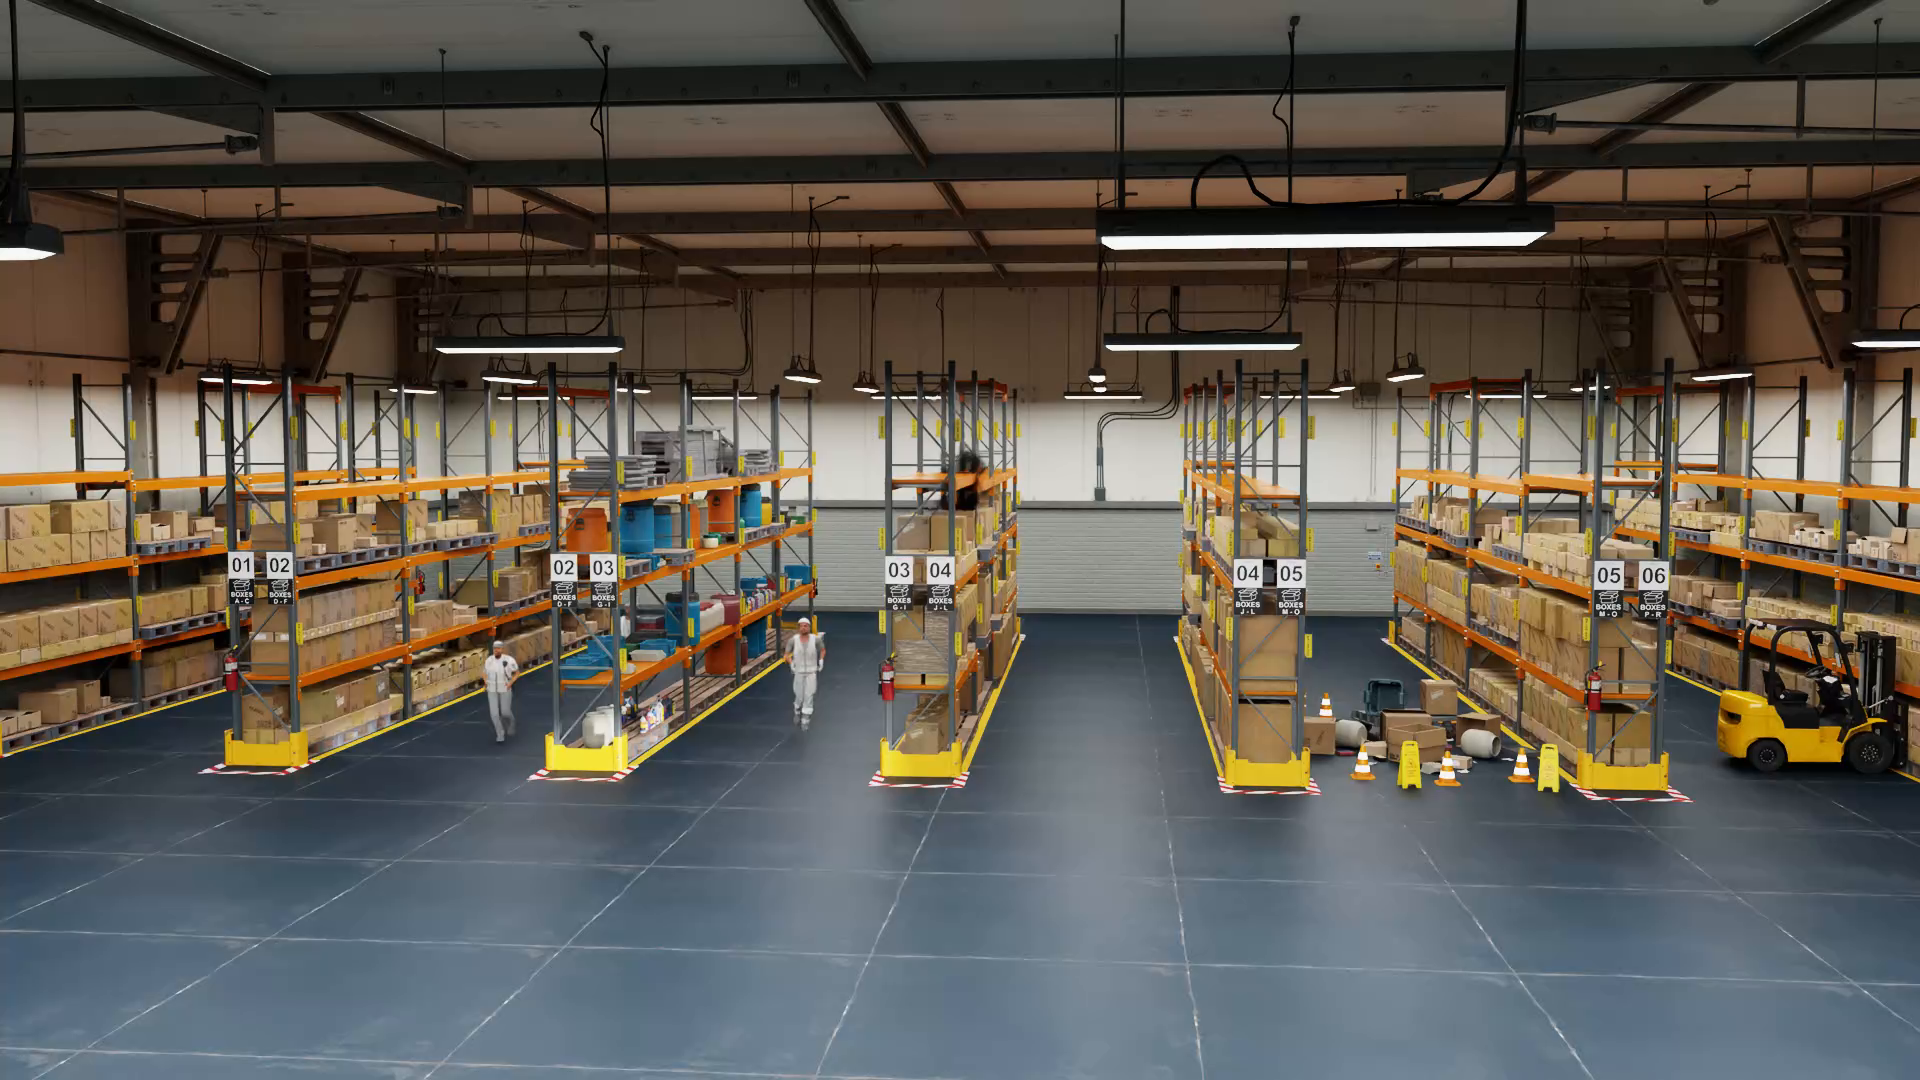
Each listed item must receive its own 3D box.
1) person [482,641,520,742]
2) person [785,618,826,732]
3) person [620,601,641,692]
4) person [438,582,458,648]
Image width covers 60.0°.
[{"bbox_3d":[-7.415,2.430,26.799,0.586,1.621,0.543,0,4,-1],"label":"person"},{"bbox_3d":[-2.447,2.110,26.357,0.661,1.771,0.722,0,4,-7],"label":"person"},{"bbox_3d":[-6.276,2.037,31.613,0.666,1.739,0.608,0,4,3],"label":"person"},{"bbox_3d":[-10.987,1.772,35.805,0.691,1.763,0.799,0,4,6],"label":"person"}]
